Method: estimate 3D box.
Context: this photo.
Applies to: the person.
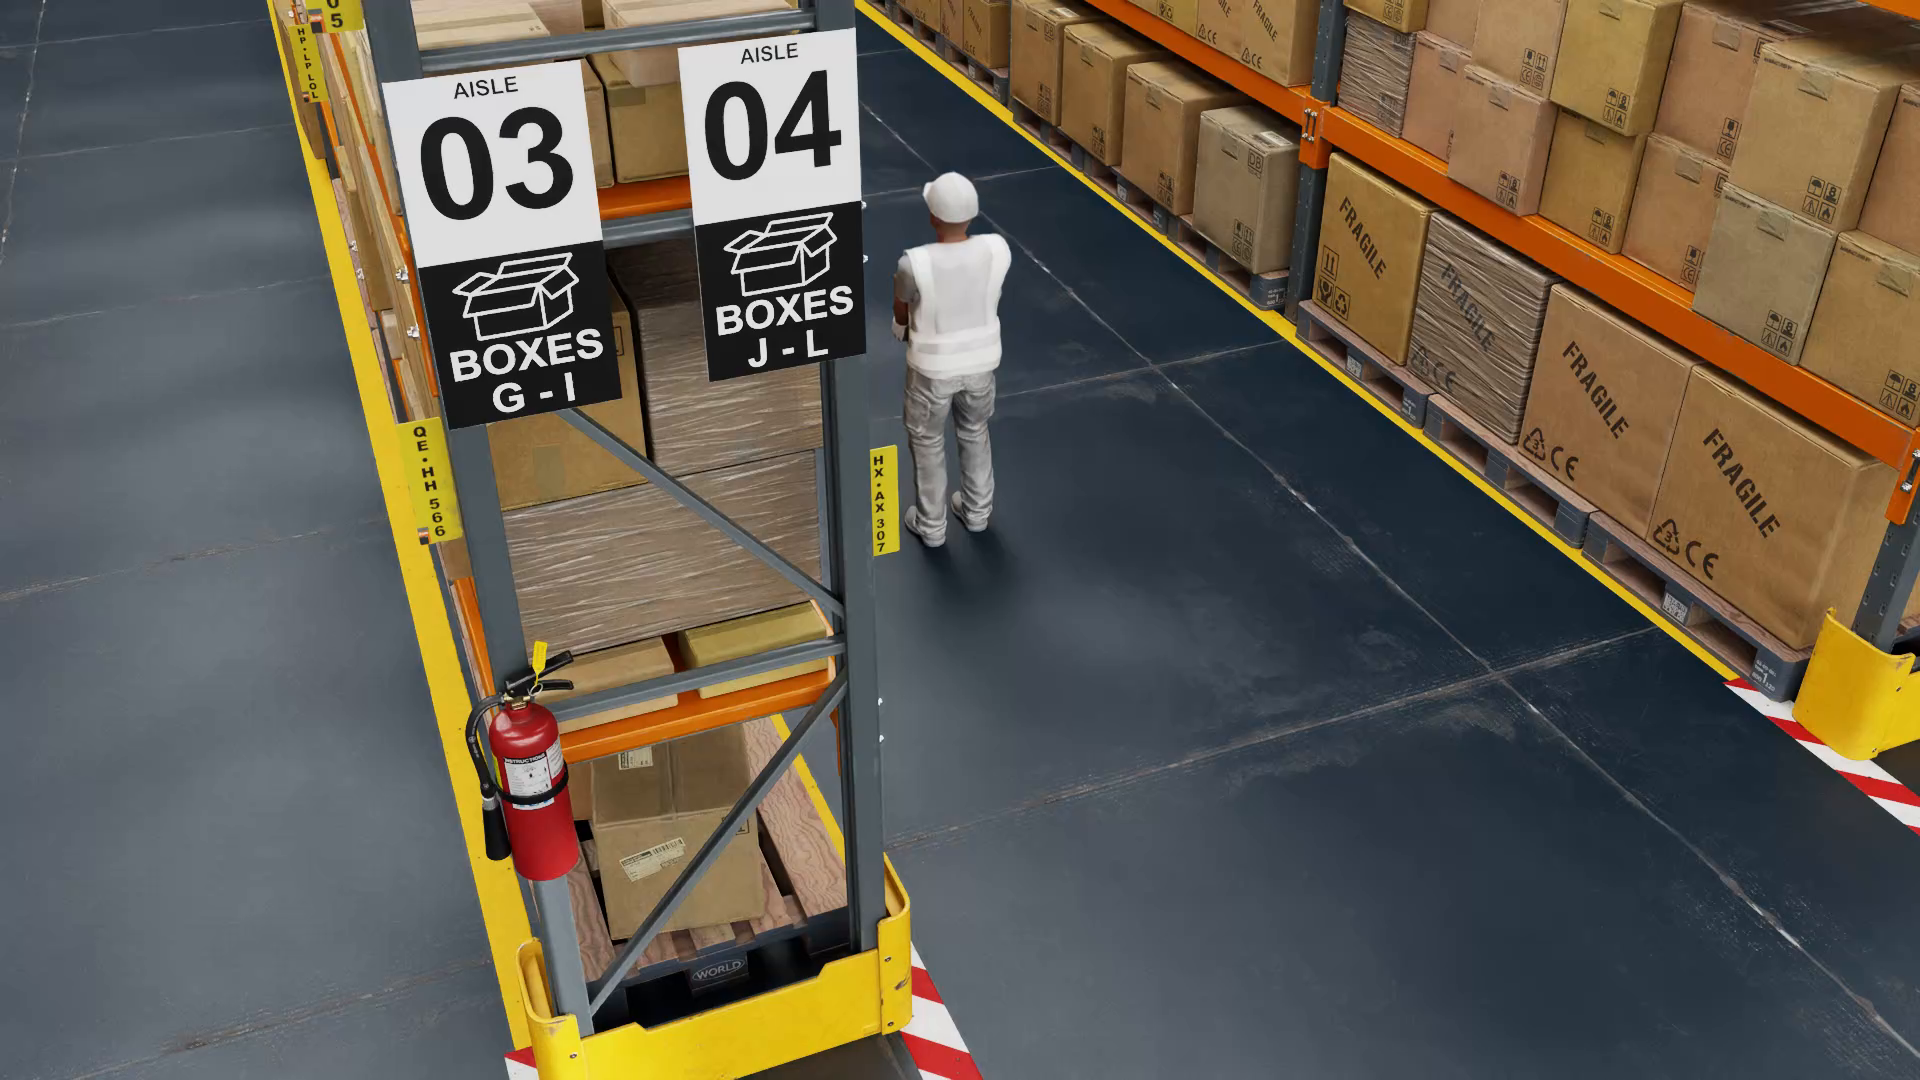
[{"bbox_3d":[-0.079,-0.831,7.397,0.487,1.778,0.574,-12,35,-18],"label":"person"}]
